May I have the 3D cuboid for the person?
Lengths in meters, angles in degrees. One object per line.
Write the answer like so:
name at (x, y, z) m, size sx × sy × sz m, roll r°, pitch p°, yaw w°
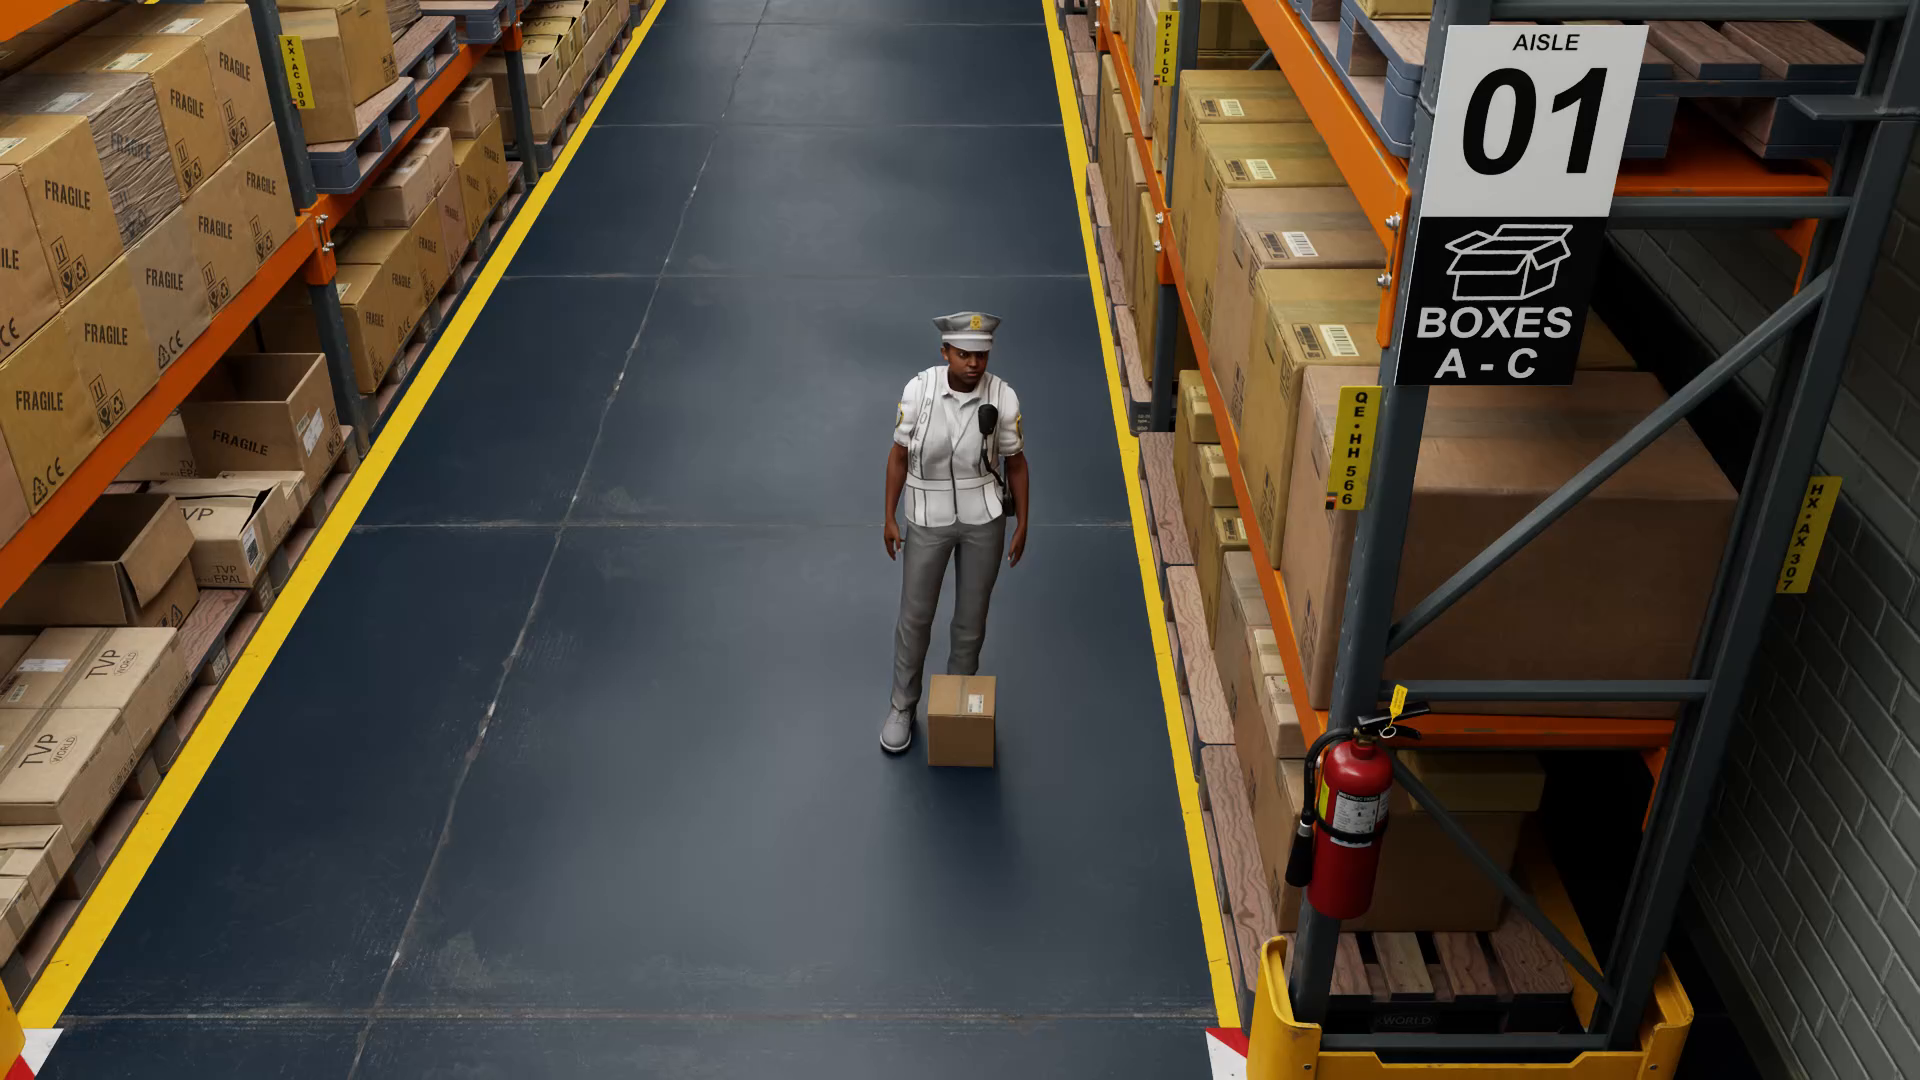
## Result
person at (-0.027, -0.038, 6.148) m, size 0.569 × 1.695 × 0.530 m, roll 0°, pitch 32°, yaw -1°
